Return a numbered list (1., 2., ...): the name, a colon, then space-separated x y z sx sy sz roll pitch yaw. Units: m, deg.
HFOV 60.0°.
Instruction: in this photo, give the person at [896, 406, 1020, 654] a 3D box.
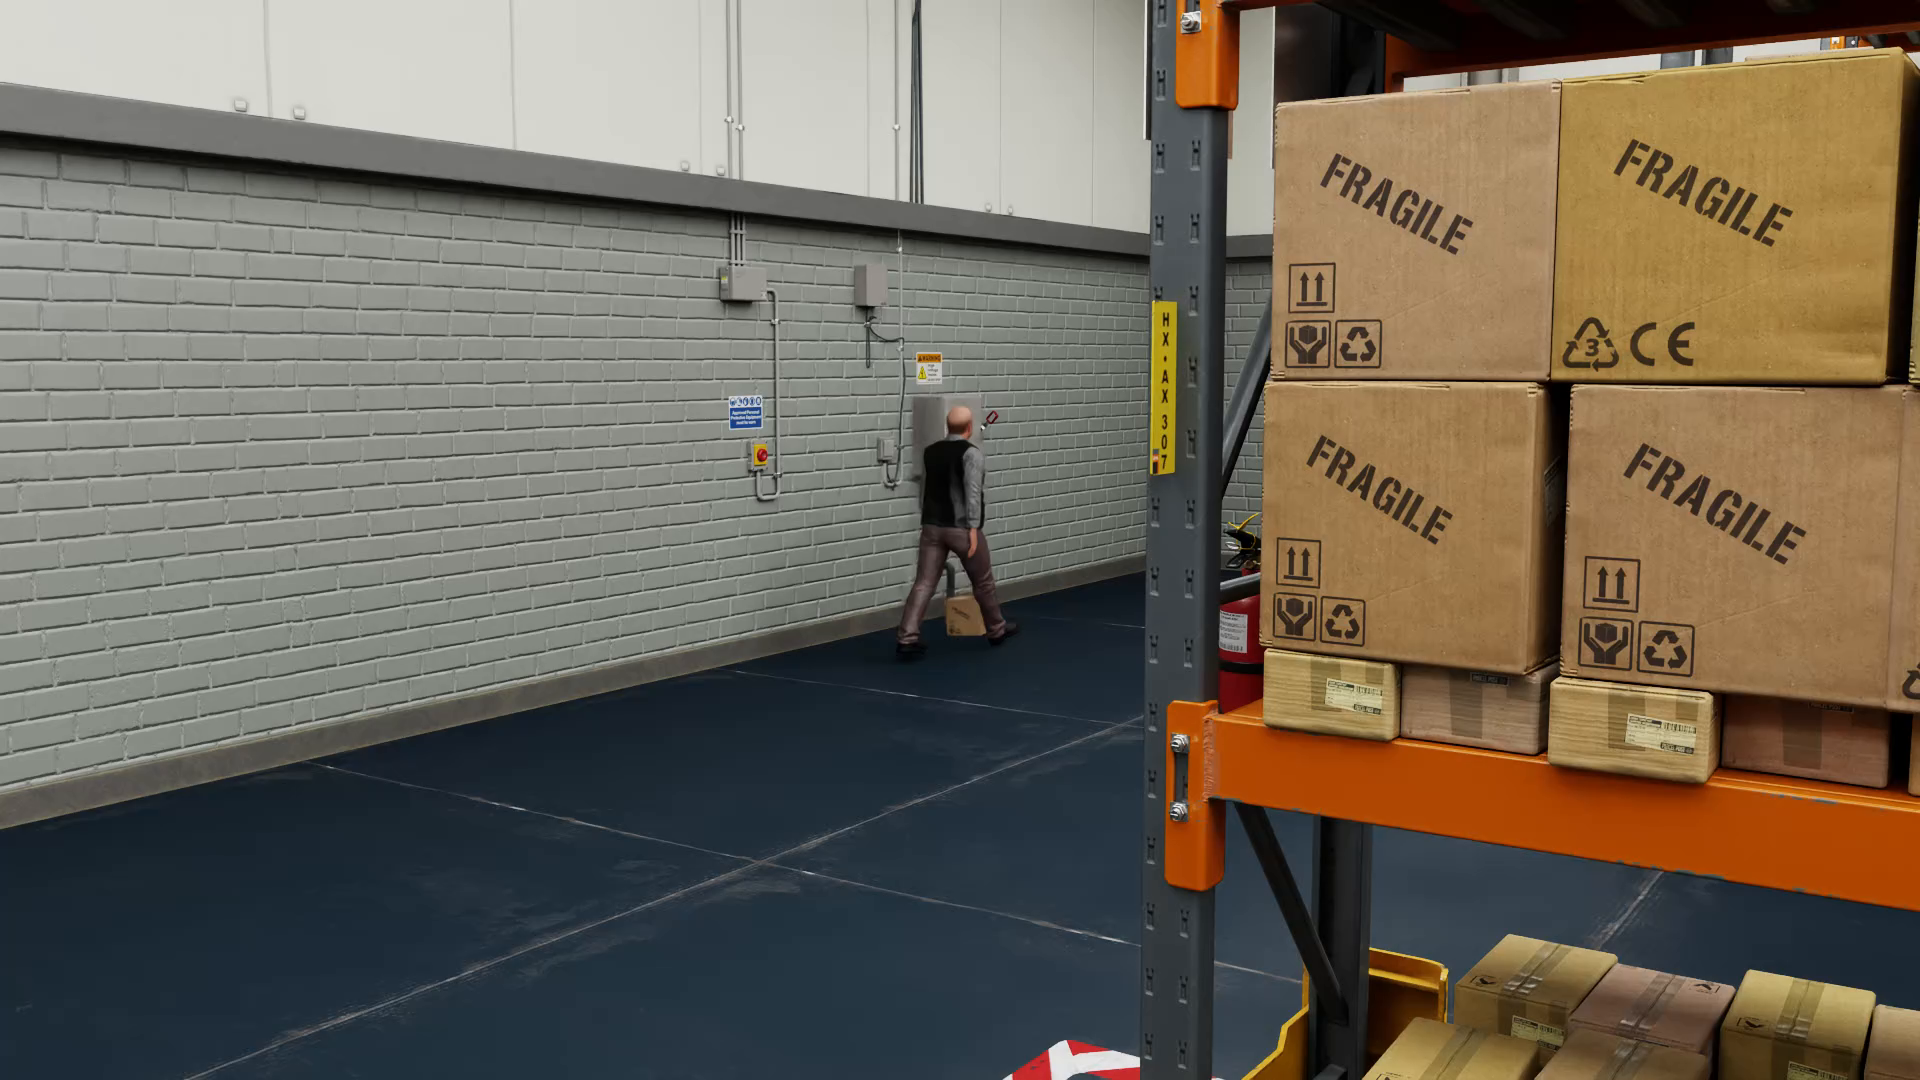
1. person: -0.045 -0.073 11.214 0.544 1.651 1.119 4 7 33
